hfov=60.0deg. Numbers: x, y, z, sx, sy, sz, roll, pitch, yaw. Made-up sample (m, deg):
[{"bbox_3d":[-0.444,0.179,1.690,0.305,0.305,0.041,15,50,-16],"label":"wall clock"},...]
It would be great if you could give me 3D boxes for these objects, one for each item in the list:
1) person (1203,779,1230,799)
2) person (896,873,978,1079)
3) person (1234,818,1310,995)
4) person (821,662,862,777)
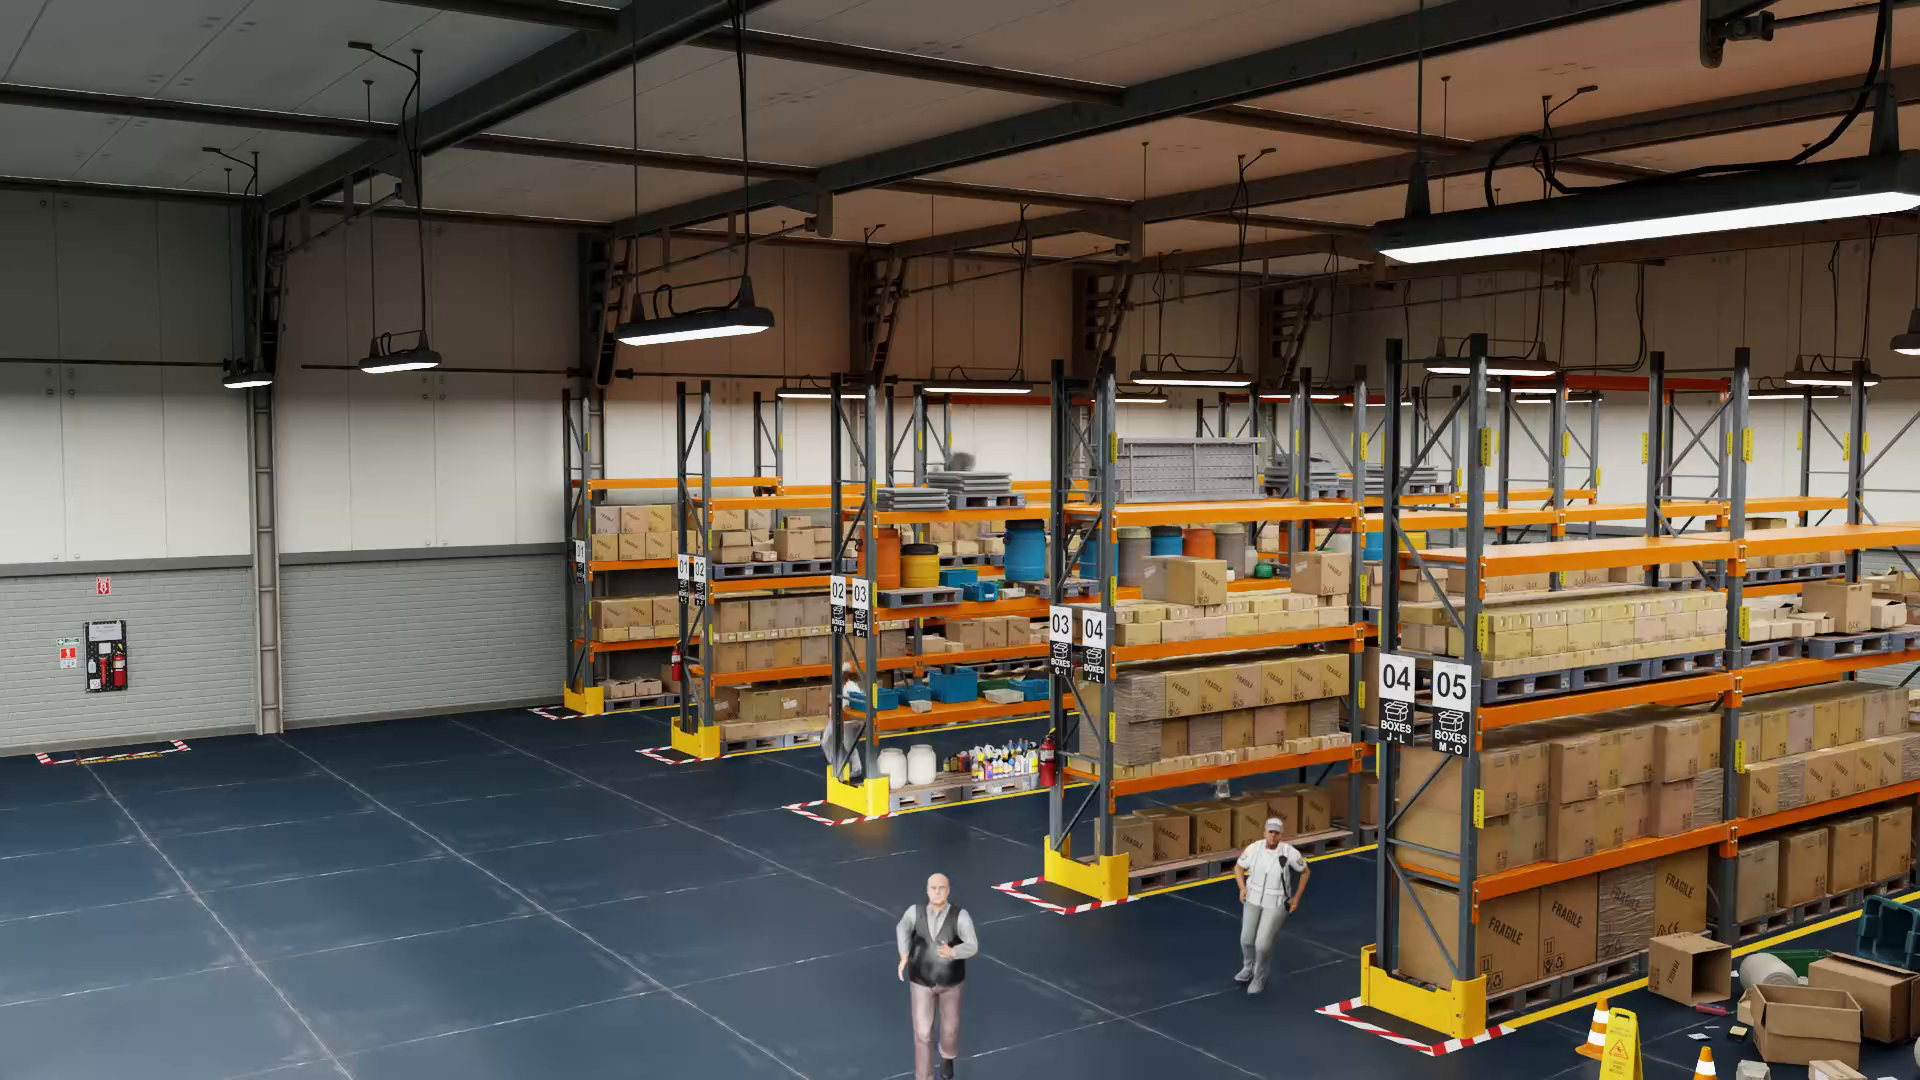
[{"bbox_3d":[3.492,2.850,22.456,0.651,1.743,0.585,4,5,44],"label":"person"},{"bbox_3d":[-0.179,3.458,12.901,0.638,1.753,0.877,0,4,-1],"label":"person"},{"bbox_3d":[2.838,3.376,15.351,0.678,1.655,0.639,2,4,28],"label":"person"},{"bbox_3d":[-1.762,2.705,24.655,0.671,1.801,0.728,3,5,39],"label":"person"}]
